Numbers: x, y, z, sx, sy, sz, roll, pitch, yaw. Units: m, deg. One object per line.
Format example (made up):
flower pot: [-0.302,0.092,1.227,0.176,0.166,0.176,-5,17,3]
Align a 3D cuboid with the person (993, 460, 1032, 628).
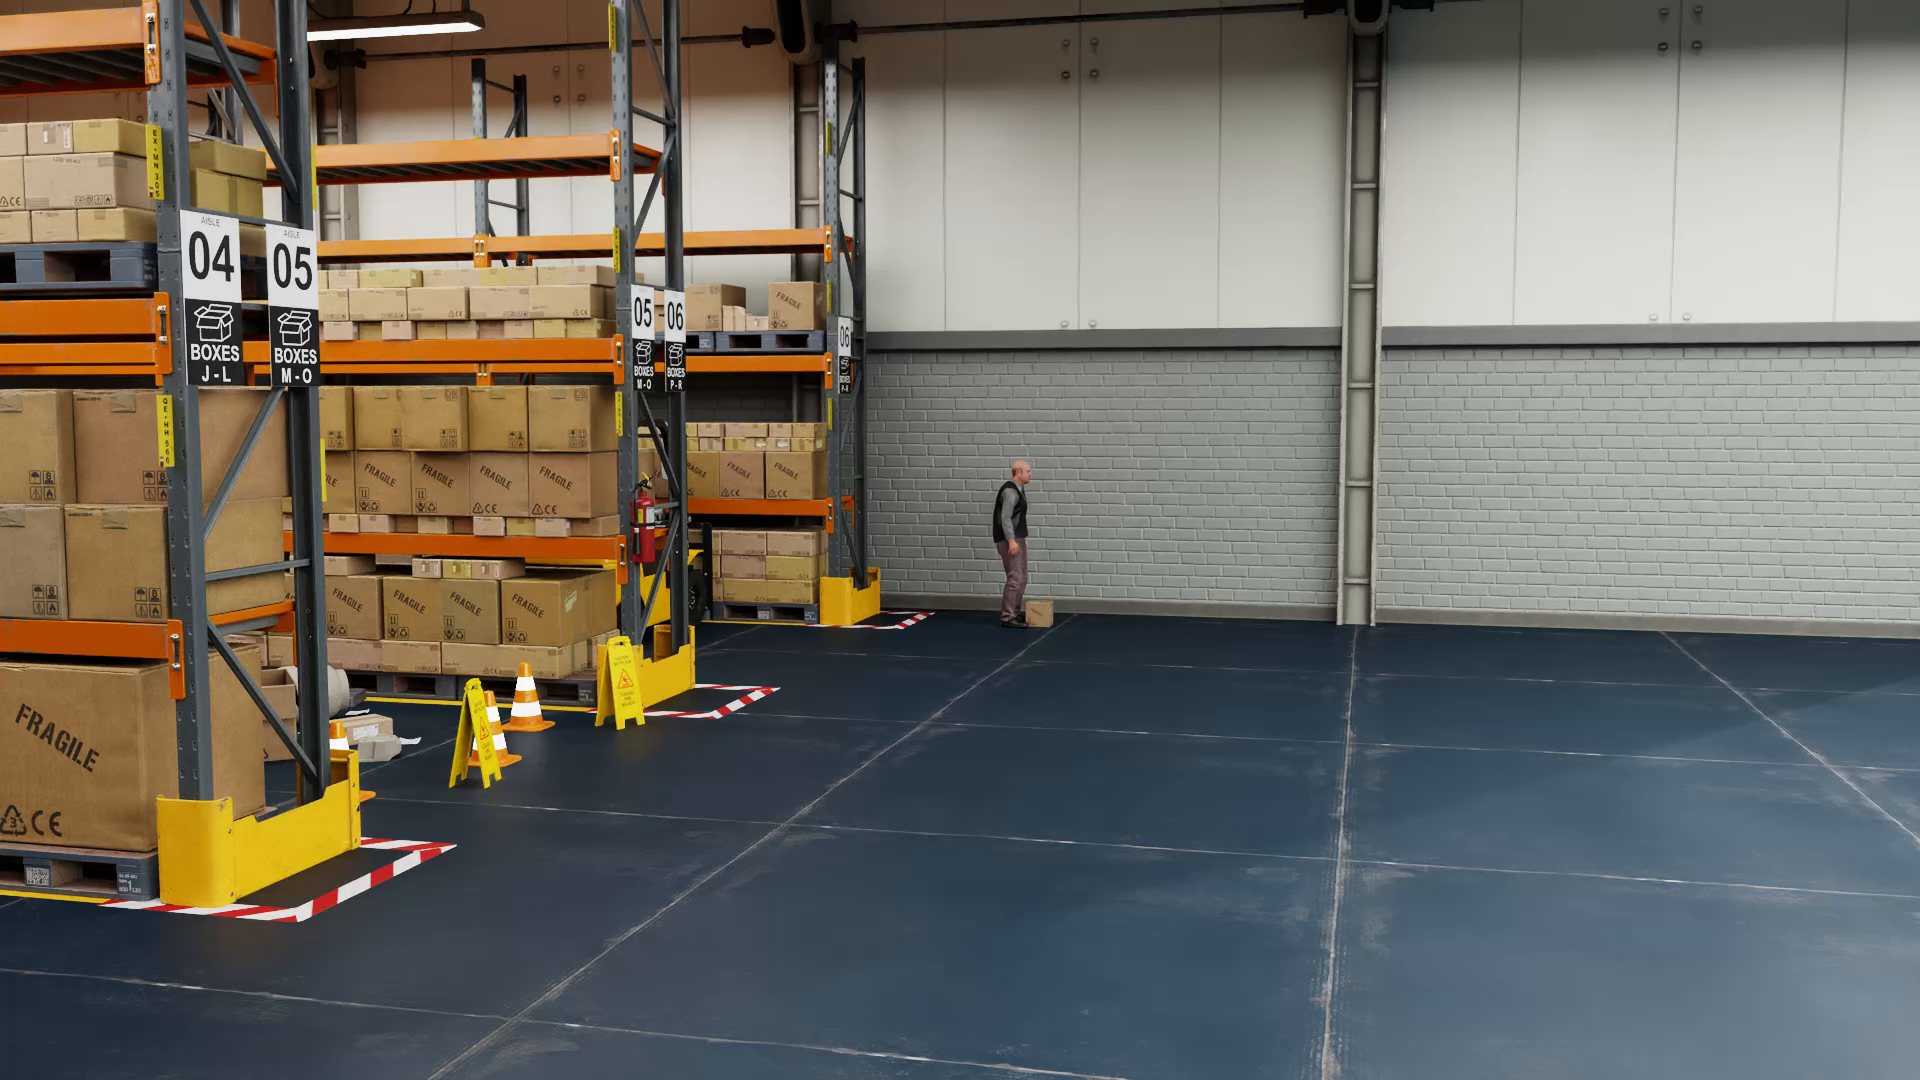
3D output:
person: [0.551,0.029,17.310,0.420,1.721,0.580,1,5,14]
